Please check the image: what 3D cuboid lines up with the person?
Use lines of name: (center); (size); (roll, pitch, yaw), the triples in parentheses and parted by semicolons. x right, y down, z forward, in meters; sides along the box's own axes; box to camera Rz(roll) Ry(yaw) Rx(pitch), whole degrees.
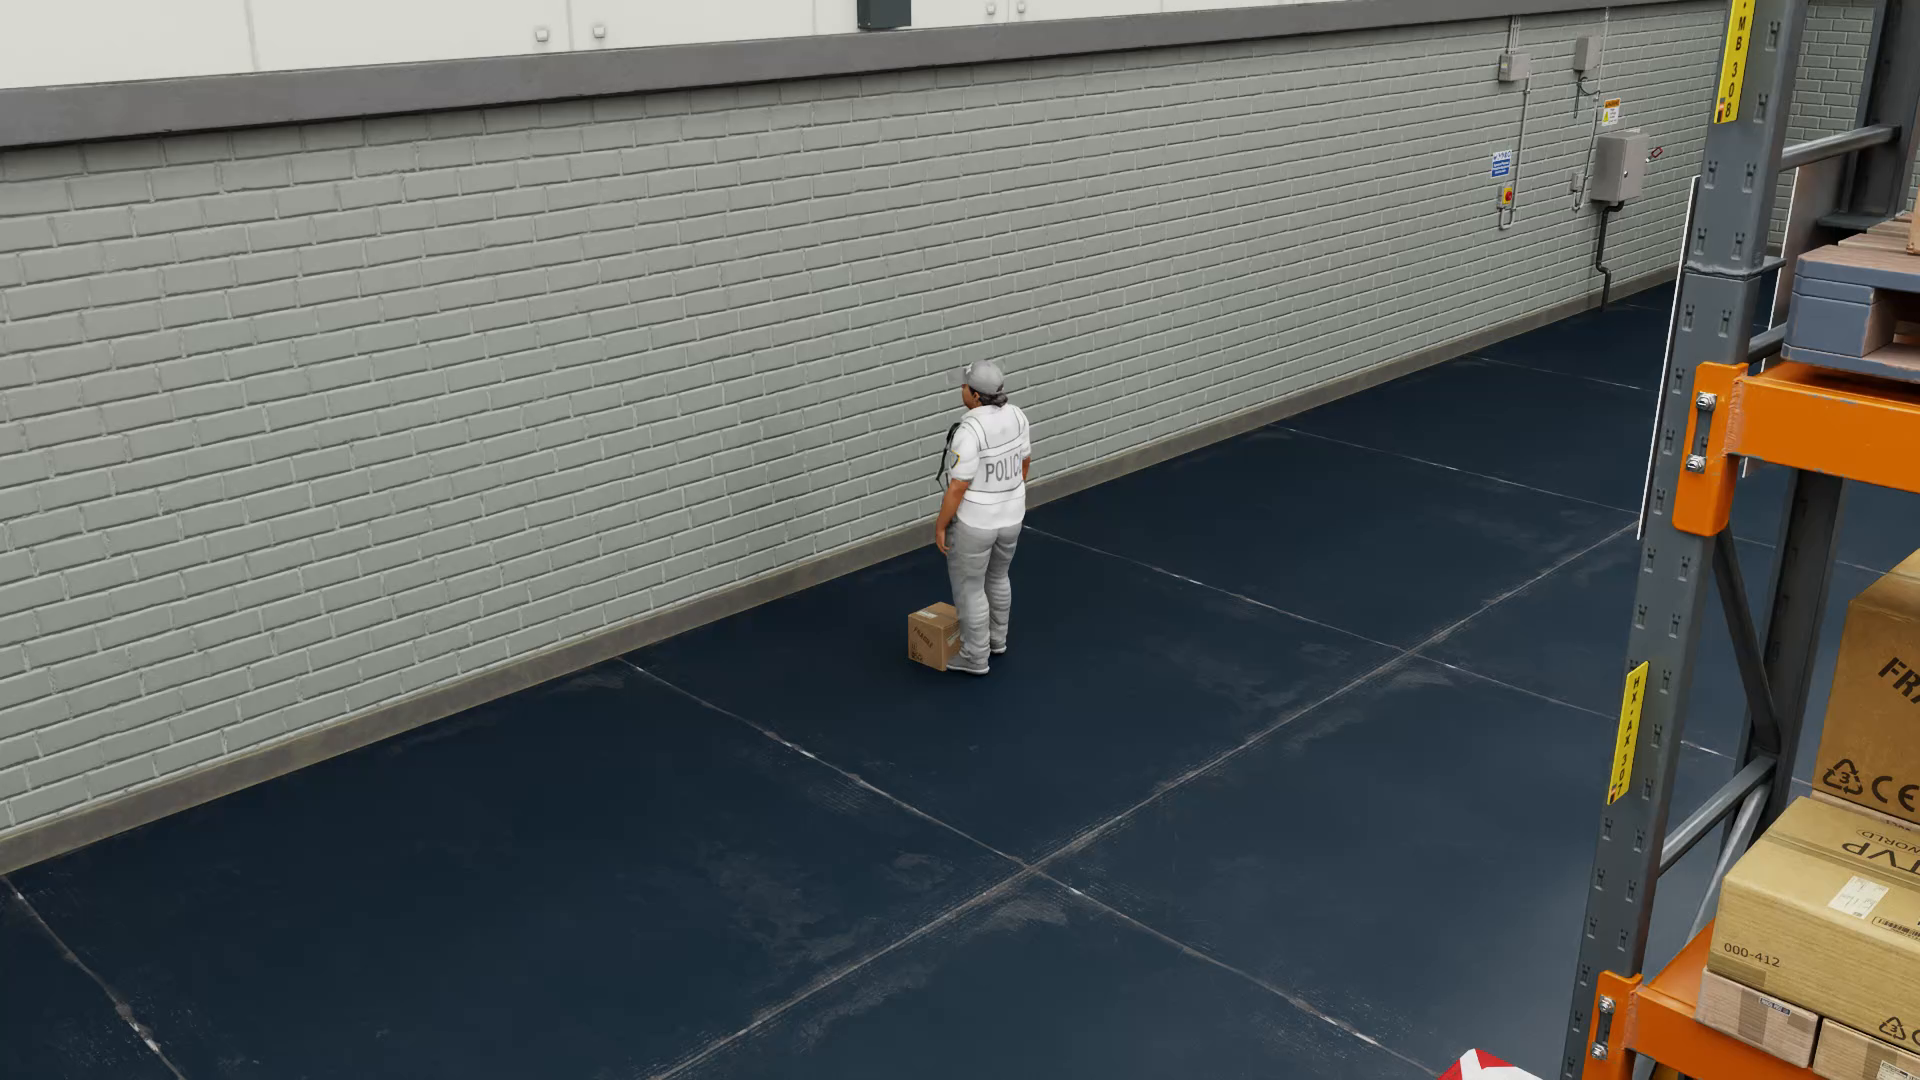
person: (0.066, -0.126, 8.418); (0.529, 1.670, 0.599); (19, 28, 41)
